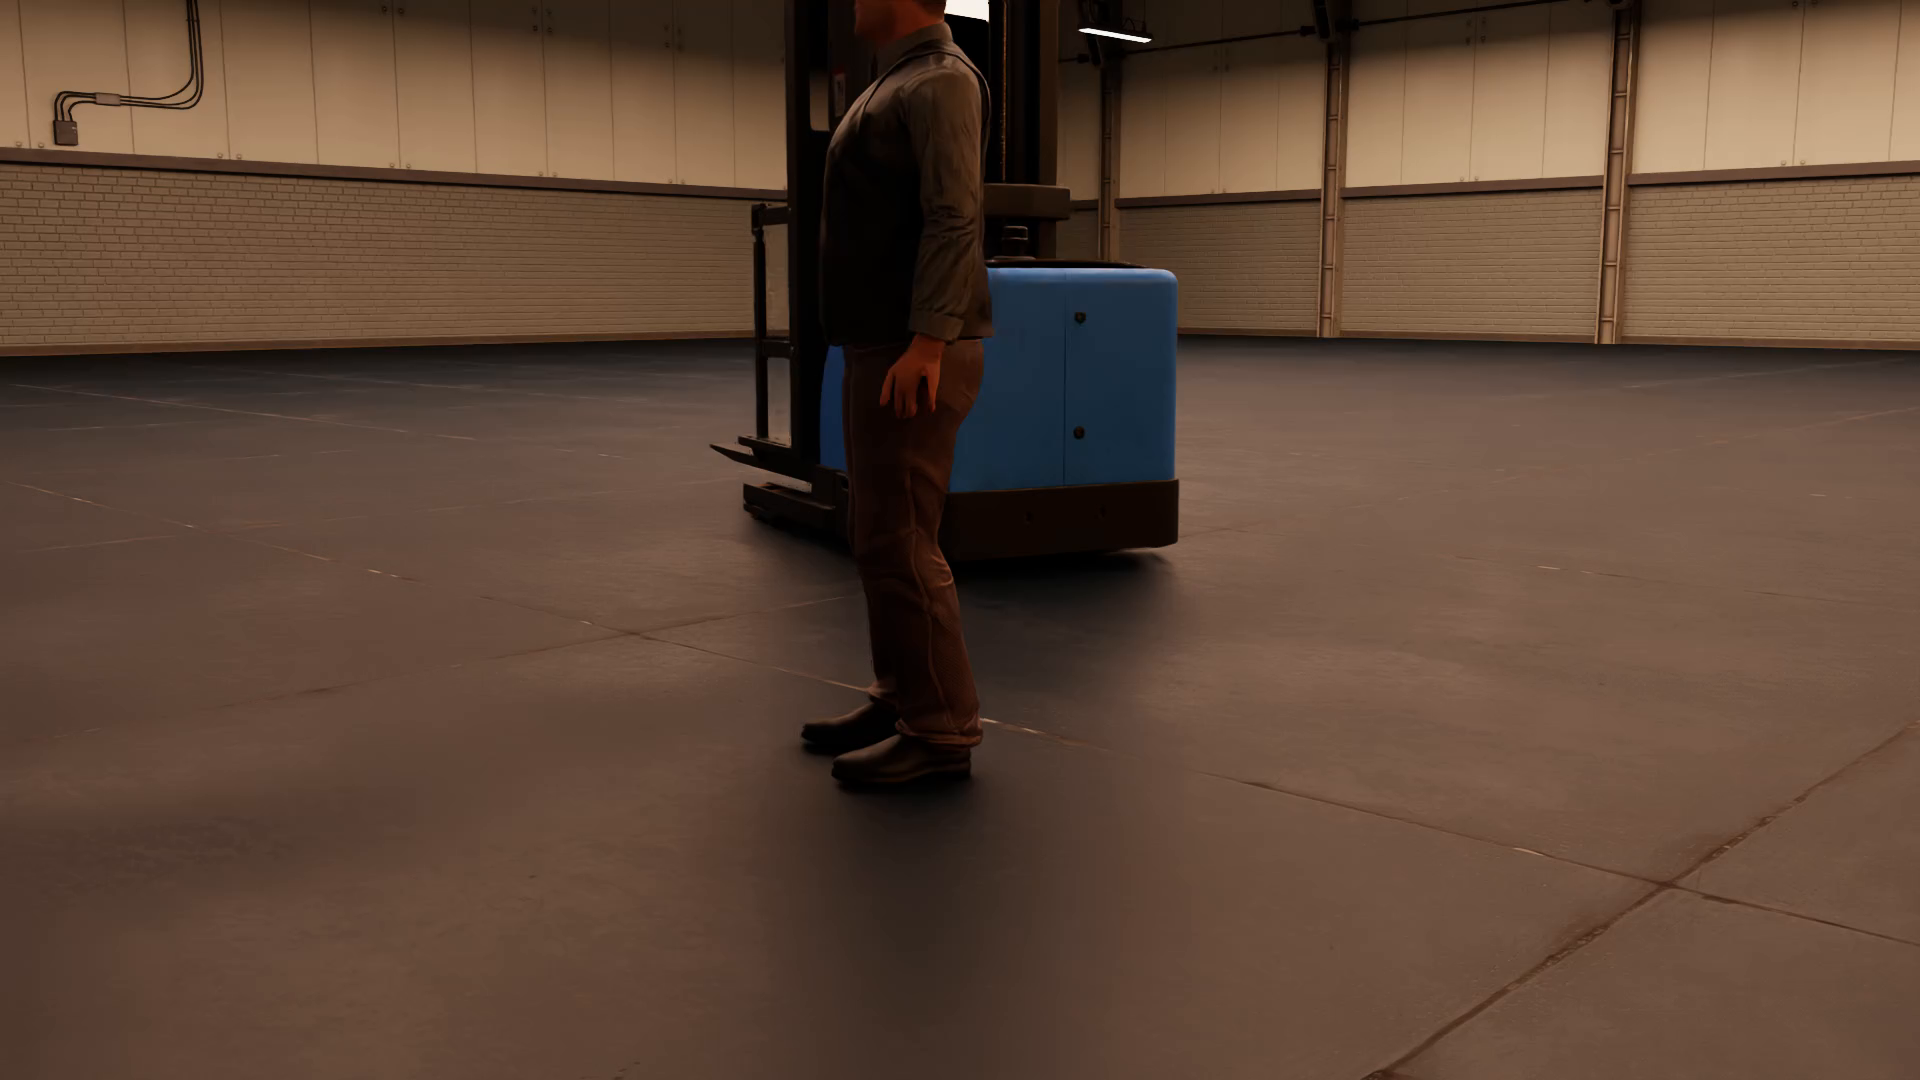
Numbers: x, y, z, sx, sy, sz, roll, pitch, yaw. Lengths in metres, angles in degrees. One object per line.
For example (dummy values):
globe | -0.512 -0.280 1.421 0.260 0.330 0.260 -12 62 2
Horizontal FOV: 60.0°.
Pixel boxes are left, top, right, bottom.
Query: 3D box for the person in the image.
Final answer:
person | -0.135 -0.374 3.427 0.392 1.725 0.591 -1 9 -7

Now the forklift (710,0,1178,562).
forklift | -0.297 -1.532 7.050 1.130 2.935 3.031 -4 10 -26
